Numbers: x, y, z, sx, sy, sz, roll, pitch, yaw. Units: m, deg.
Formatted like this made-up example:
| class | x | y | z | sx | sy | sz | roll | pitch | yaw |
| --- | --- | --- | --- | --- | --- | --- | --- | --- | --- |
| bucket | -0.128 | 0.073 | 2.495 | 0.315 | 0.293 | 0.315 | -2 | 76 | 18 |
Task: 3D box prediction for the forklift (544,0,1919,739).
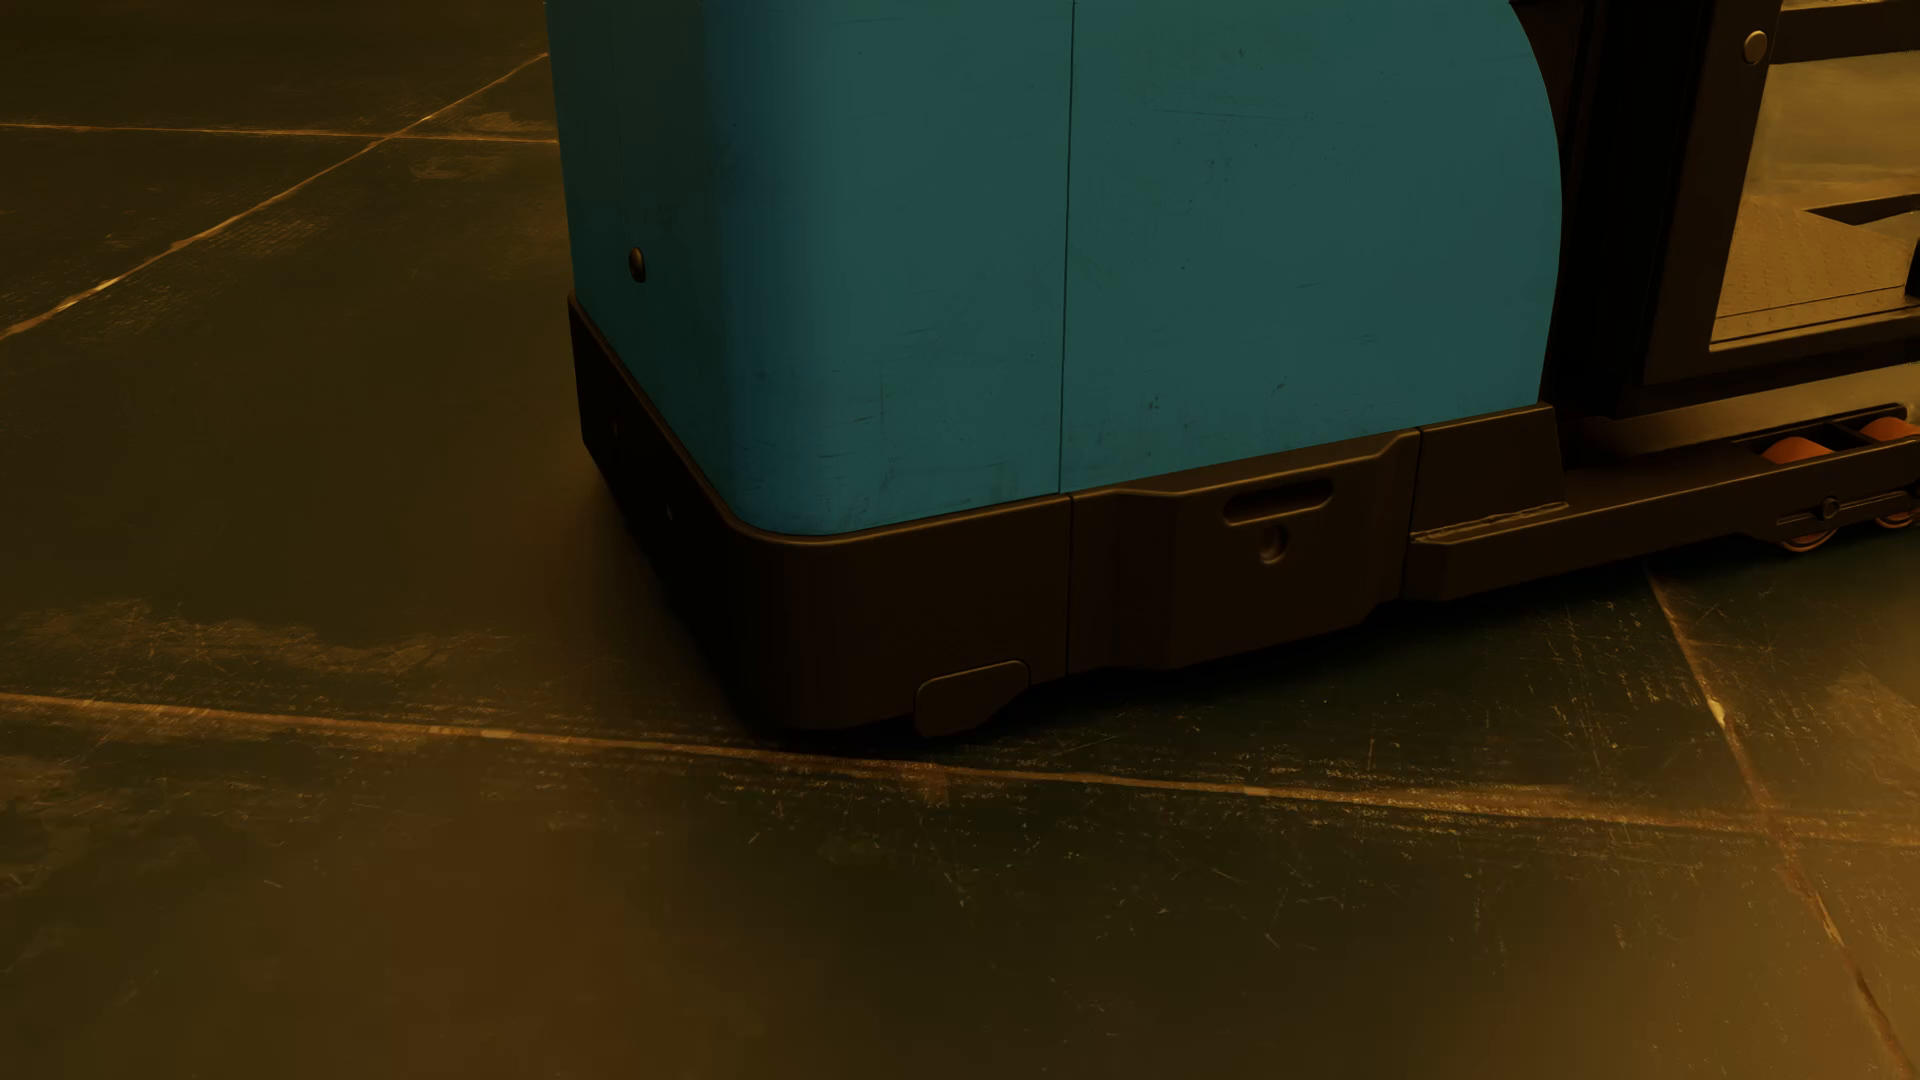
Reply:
| class | x | y | z | sx | sy | sz | roll | pitch | yaw |
| --- | --- | --- | --- | --- | --- | --- | --- | --- | --- |
| forklift | 0.959 | -1.498 | 2.220 | 3.031 | 2.935 | 1.130 | -11 | 29 | -21 |
